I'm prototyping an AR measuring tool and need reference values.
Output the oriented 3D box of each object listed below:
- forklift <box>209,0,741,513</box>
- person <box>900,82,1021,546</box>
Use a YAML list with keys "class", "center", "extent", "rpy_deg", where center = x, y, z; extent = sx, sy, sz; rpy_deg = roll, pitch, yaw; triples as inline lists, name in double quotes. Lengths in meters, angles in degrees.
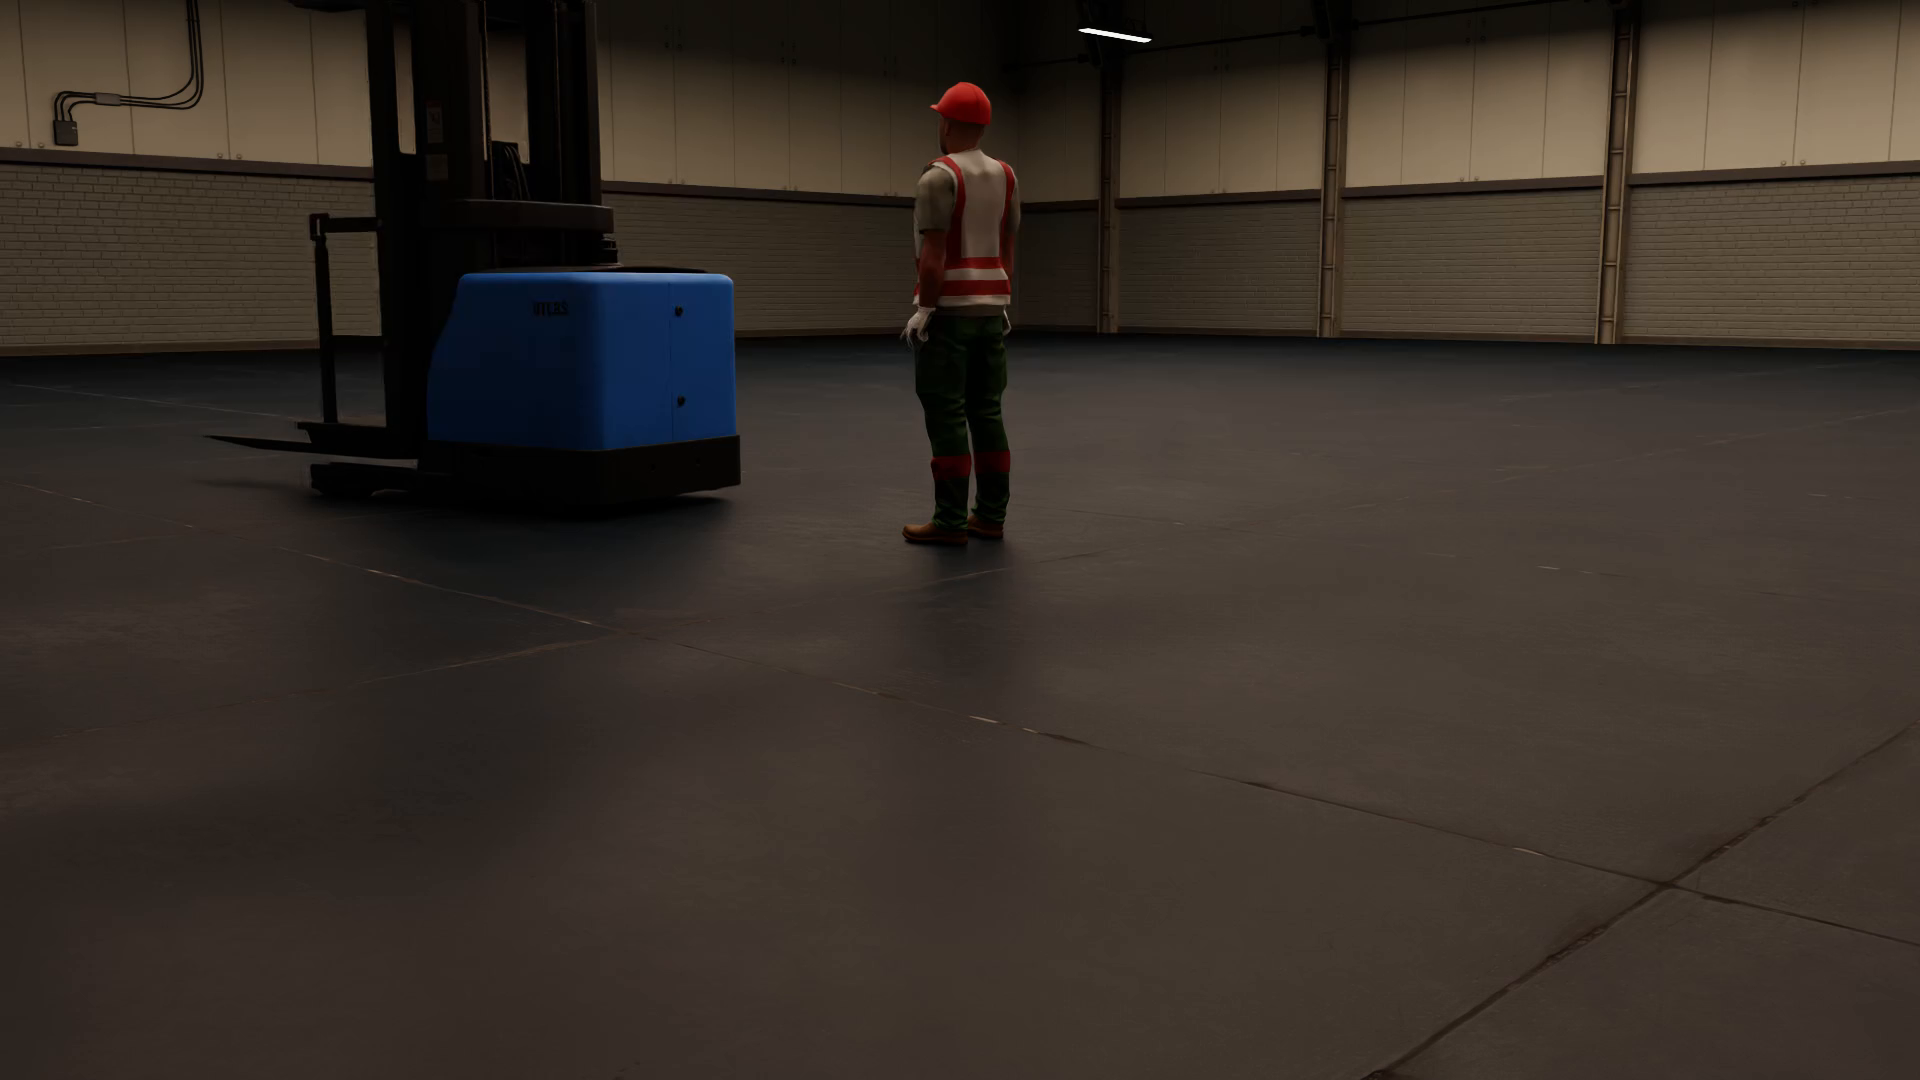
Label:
- class: "forklift"
  center: [-2.577, -1.707, 8.211]
  extent: [3.031, 2.935, 1.130]
  rpy_deg: [5, 10, 32]
- class: "person"
  center: [-0.015, -0.885, 6.584]
  extent: [0.369, 1.795, 0.536]
  rpy_deg: [8, 12, 43]
